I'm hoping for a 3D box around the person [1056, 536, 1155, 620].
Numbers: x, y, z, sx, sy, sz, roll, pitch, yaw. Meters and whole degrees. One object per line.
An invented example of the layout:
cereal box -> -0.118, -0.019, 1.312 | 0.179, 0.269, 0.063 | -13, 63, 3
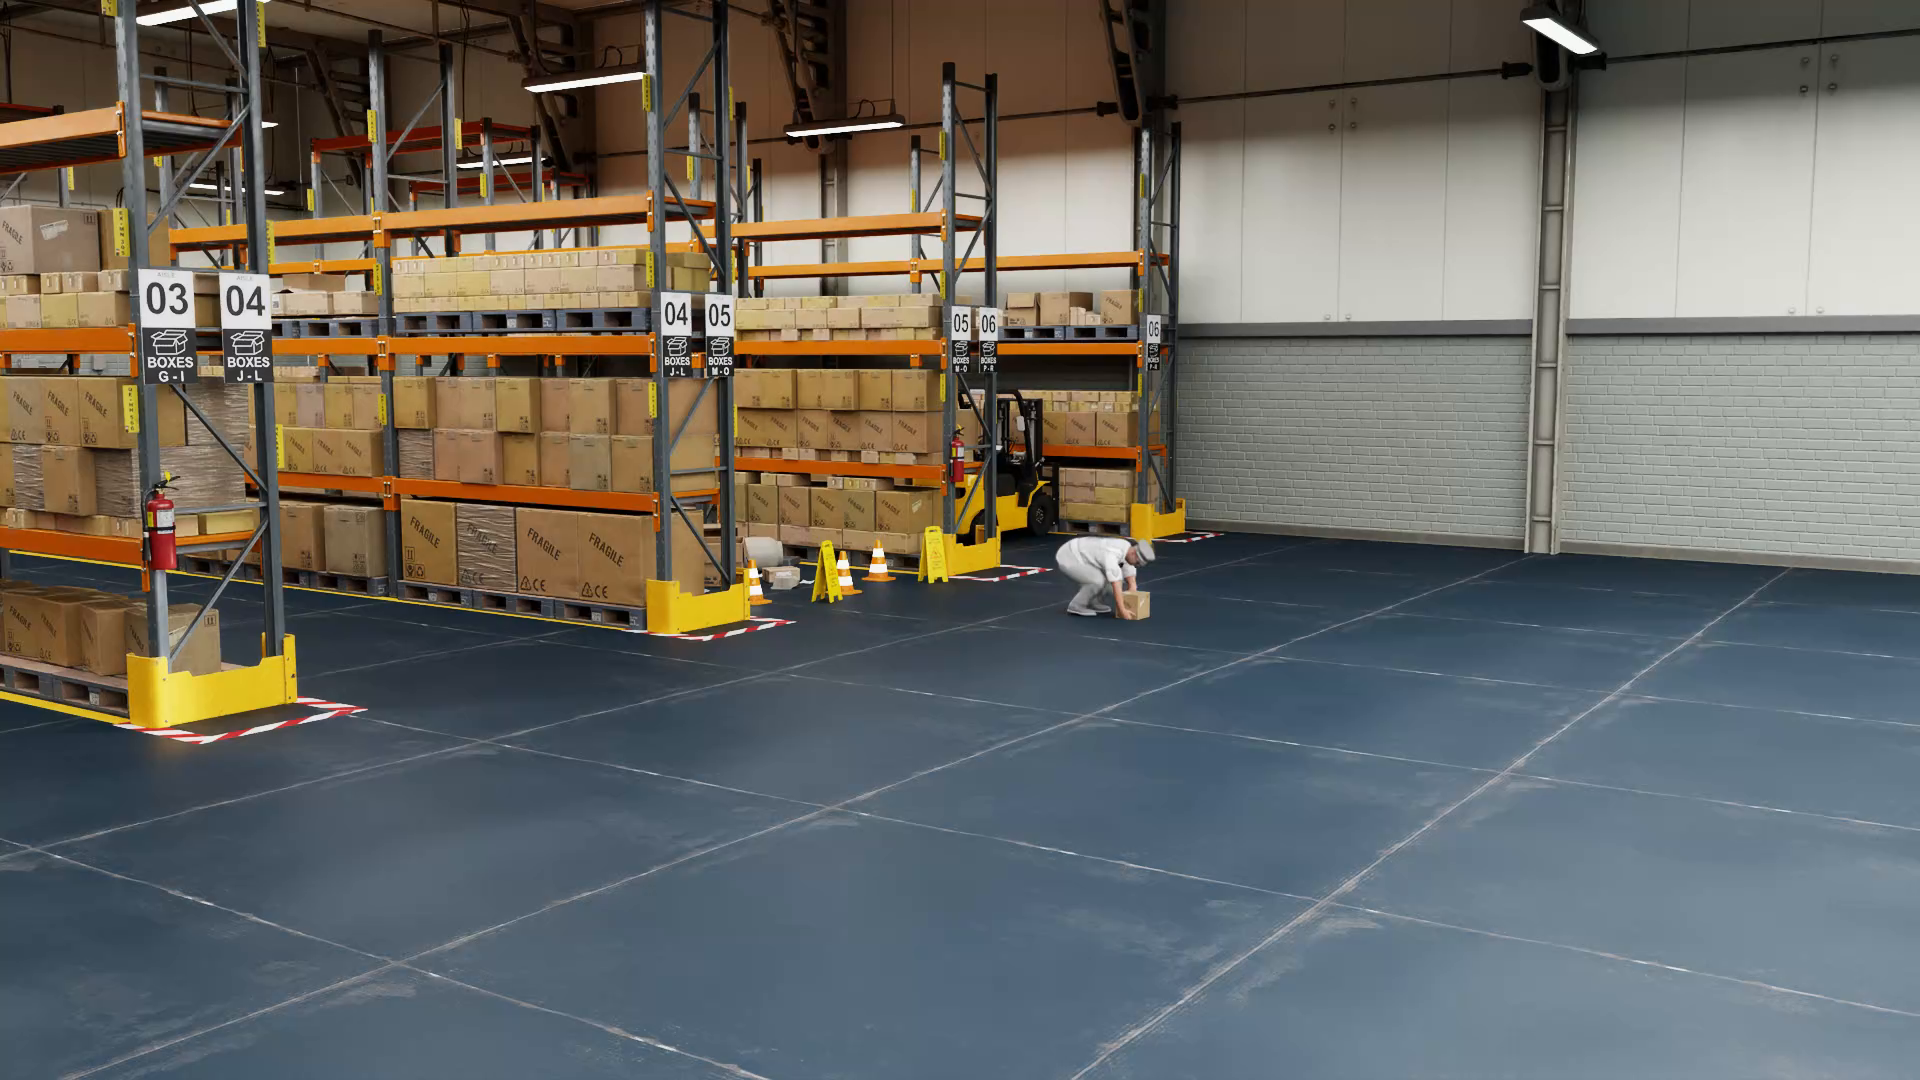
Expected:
person -> 1.475, 0.373, 16.823 | 1.029, 0.815, 0.530 | 4, 7, 32
